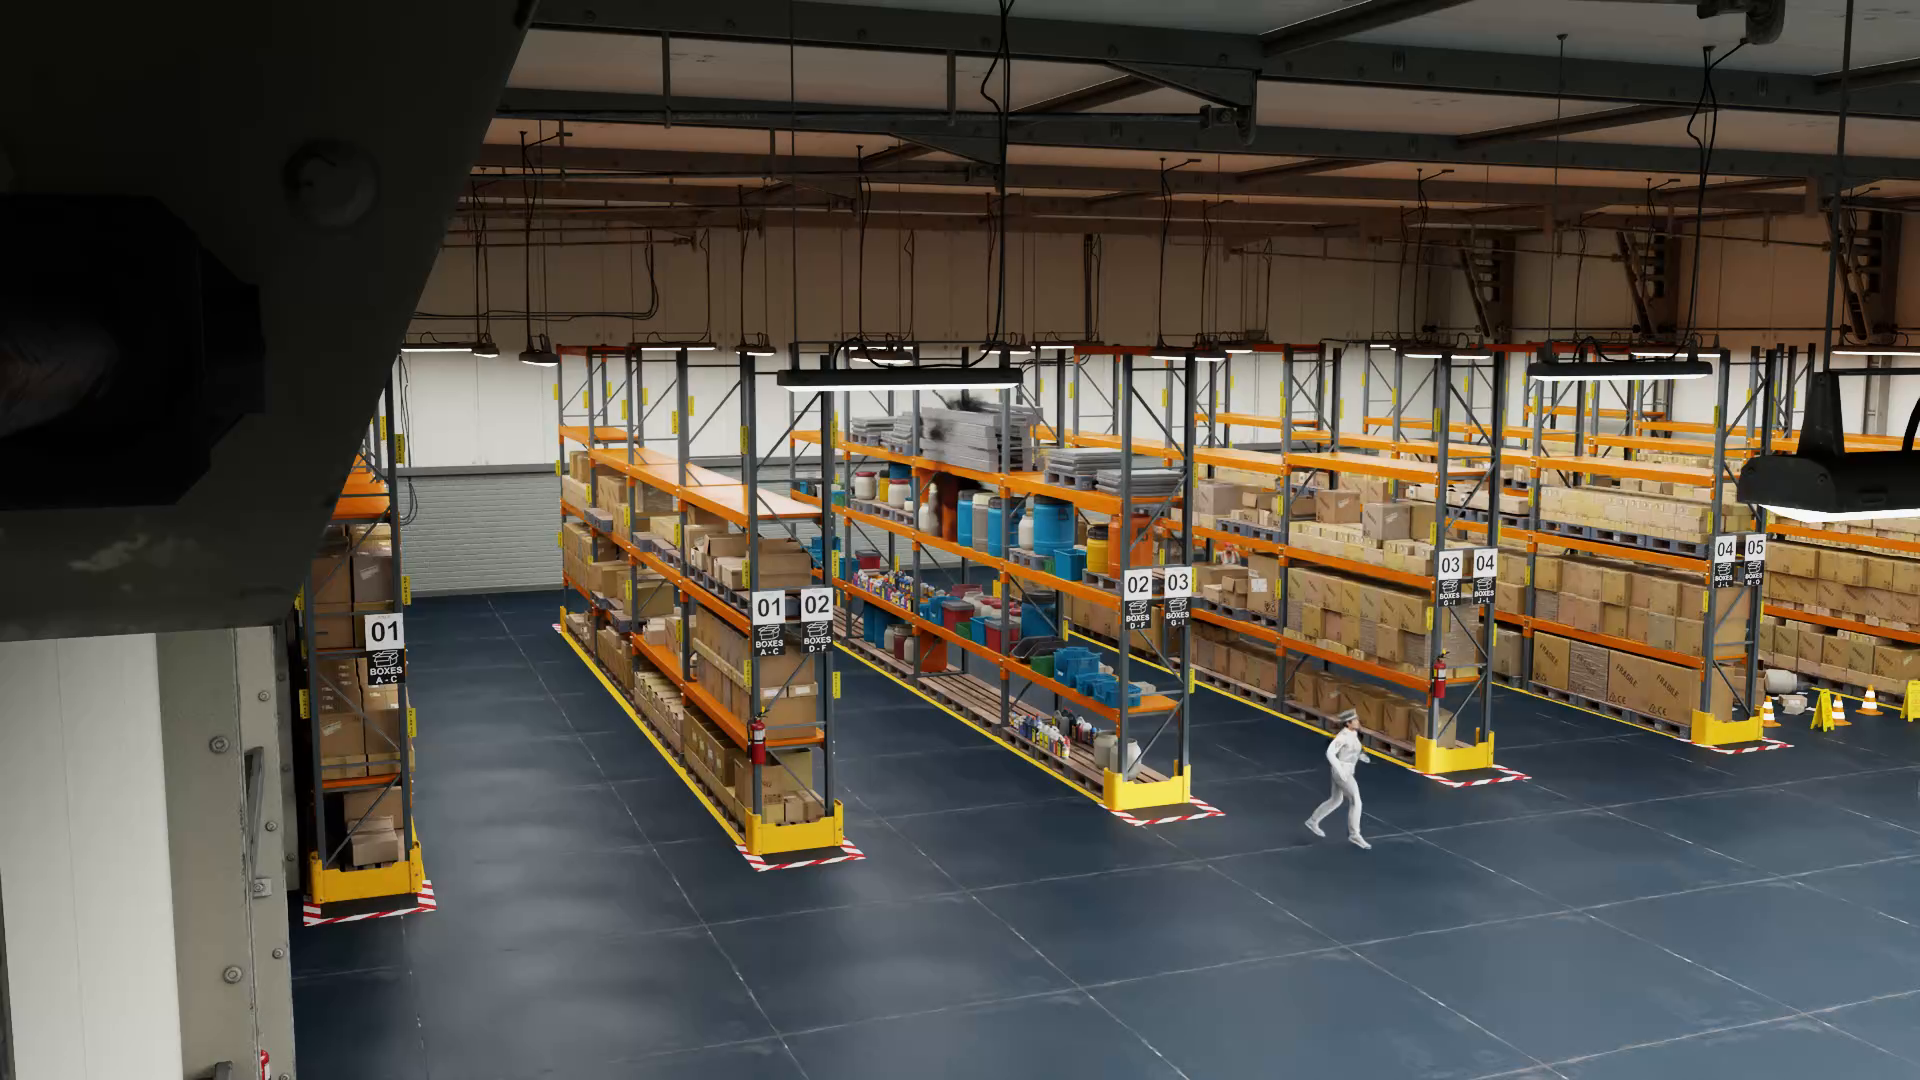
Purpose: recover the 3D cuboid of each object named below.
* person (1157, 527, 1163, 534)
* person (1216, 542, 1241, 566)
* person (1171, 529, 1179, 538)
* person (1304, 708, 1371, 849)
[{"bbox_3d":[4.647,0.537,38.951,0.747,1.743,0.728,-1,7,-11],"label":"person"},{"bbox_3d":[5.759,0.859,36.286,0.657,1.791,1.073,-3,8,-23],"label":"person"},{"bbox_3d":[5.079,0.279,41.423,0.665,1.654,0.773,-1,7,-10],"label":"person"},{"bbox_3d":[4.680,2.901,20.451,0.781,1.727,0.611,2,7,14],"label":"person"}]
